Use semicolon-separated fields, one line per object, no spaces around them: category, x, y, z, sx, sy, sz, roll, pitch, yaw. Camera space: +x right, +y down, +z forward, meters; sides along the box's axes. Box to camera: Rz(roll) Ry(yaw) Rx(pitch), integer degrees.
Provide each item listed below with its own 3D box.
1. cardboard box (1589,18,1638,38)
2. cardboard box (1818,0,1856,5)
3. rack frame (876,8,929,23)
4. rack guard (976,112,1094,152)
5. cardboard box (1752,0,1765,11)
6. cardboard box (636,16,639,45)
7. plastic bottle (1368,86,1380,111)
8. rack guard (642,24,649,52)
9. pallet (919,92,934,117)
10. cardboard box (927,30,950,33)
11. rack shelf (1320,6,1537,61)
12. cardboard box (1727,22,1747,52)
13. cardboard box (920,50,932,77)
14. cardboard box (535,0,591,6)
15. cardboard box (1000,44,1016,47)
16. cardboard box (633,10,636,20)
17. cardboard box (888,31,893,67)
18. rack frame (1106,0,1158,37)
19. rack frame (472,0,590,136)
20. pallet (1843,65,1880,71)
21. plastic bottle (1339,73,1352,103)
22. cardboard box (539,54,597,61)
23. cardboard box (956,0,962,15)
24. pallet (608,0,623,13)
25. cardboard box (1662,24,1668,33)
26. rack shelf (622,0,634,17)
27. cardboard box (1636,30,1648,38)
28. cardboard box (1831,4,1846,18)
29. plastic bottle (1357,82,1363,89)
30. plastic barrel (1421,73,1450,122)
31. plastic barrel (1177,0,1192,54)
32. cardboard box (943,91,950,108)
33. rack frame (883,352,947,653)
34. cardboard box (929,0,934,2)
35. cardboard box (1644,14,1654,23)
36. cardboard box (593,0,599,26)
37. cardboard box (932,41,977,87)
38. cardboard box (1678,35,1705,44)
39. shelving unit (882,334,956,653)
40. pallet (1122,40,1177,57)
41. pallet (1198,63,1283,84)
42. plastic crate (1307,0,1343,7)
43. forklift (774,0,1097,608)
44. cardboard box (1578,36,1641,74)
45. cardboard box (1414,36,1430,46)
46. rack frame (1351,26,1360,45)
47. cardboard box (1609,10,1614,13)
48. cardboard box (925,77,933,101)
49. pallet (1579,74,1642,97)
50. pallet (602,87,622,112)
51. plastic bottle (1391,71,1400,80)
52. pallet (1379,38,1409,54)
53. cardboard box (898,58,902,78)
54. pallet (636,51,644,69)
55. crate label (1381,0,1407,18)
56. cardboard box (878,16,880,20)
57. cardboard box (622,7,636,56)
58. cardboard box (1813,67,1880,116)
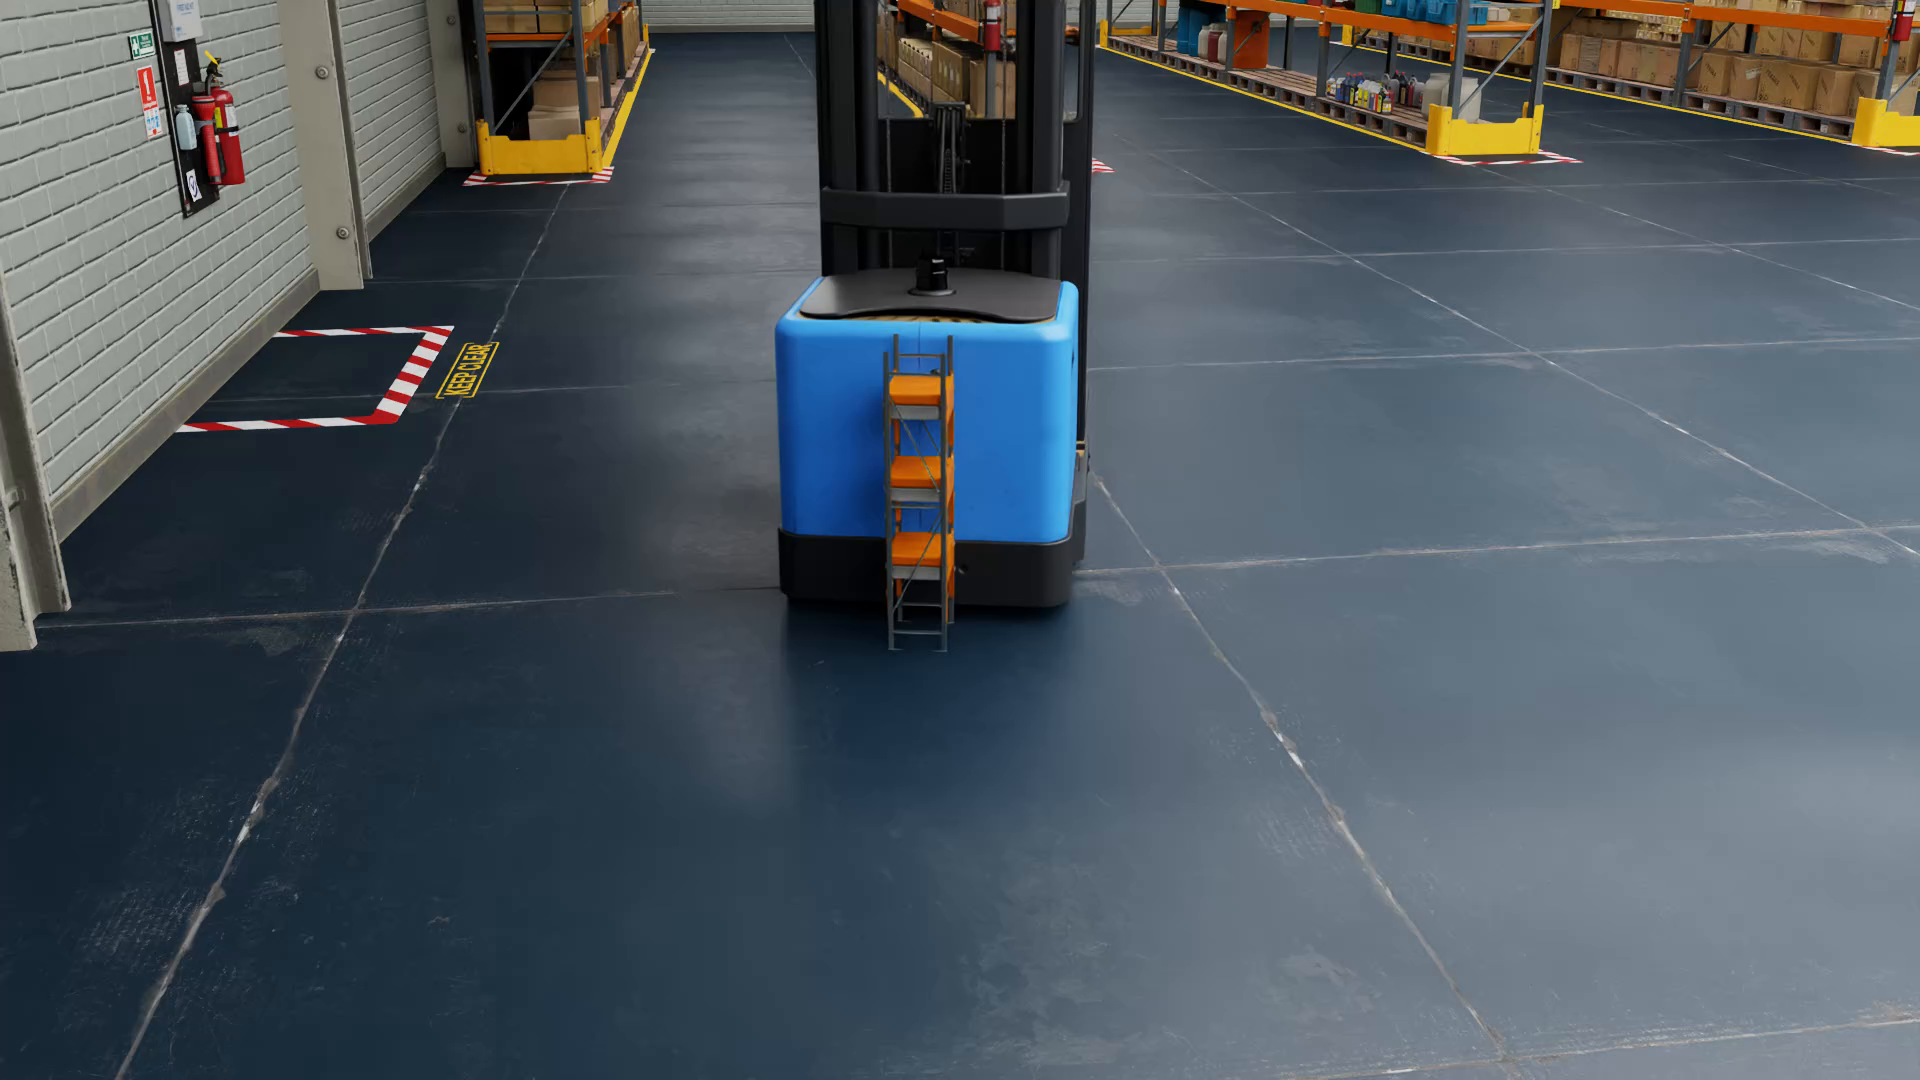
cardboard box;9.623;-7.538;24.484;0.500;0.250;0.500;-1;20;-2
cardboard box;10.320;-6.341;18.838;0.875;0.500;0.500;-3;21;-8
rack frame;-0.970;-9.452;27.736;1.000;3.000;0.127;-3;21;-8
rack guard;0.763;-4.118;17.027;1.175;0.500;0.348;-3;21;-8
cardboard box;9.924;-6.542;20.303;0.380;0.149;0.250;-3;21;-8
cardboard box;-6.176;-9.201;30.036;0.700;0.500;0.500;-3;21;-8
plastic bottle;4.934;-5.226;19.686;0.152;0.276;0.135;-3;21;-9
rack guard;-6.452;-9.423;31.231;1.175;0.500;0.348;-3;21;-8
pallet;0.038;-5.629;21.486;1.003;0.211;1.213;-3;21;-8
cardboard box;-0.325;-7.629;25.799;0.500;0.500;0.500;-3;21;-8
rack shelf;5.373;-5.901;19.257;1.077;0.370;4.000;-3;21;-8
cardboard box;13.678;-8.739;28.799;0.500;0.500;0.500;-2;21;-5
cardboard box;-0.240;-6.159;21.448;0.500;0.311;0.500;-2;21;-6
cardboard box;-3.913;-5.517;16.314;0.500;0.500;0.500;-3;21;-8
cardboard box;0.527;-5.619;19.731;0.500;0.500;0.500;-3;21;-8
cardboard box;-5.822;-9.103;28.847;0.380;0.149;0.250;-4;21;-9
cardboard box;-0.835;-7.593;25.703;0.500;0.500;0.500;-4;21;-10
rack frame;3.355;-11.085;32.110;1.000;3.000;0.127;-3;21;-8
rack frame;-4.142;-5.046;15.940;1.000;3.000;0.127;-3;21;-8
pallet;14.372;-7.198;25.685;1.003;0.211;1.213;-3;21;-8
plastic bottle;4.791;-5.595;20.568;0.144;0.351;0.185;-2;21;-6
cardboard box;-4.965;-5.897;21.160;0.700;0.500;0.500;-3;21;-9
cardboard box;0.336;-6.393;19.404;0.700;0.500;0.500;-3;21;-8
pallet;-4.685;-6.613;20.409;1.003;0.211;1.213;-3;21;-8
cardboard box;13.349;-9.536;31.010;0.380;0.149;0.250;-3;21;-7
rack shelf;-5.583;-8.171;25.336;1.077;0.370;4.000;-3;21;-8
cardboard box;13.174;-9.679;31.819;0.380;0.149;0.250;-3;21;-8
cardboard box;10.174;-6.024;18.917;0.380;0.149;0.250;-3;21;-8
plastic bottle;4.876;-5.444;20.275;0.097;0.271;0.097;0;20;0
plastic barrel;5.419;-4.975;18.704;0.421;0.512;0.421;0;20;0
plastic barrel;3.994;-8.725;28.189;0.600;0.901;0.708;-3;21;-8
cardboard box;0.084;-5.068;19.328;0.500;0.250;0.500;-3;21;-8
rack frame;-0.146;-0.108;5.506;0.200;1.050;0.008;2;21;5
cardboard box;-0.136;-7.534;22.457;0.500;0.500;0.500;-4;21;-11
cardboard box;13.186;-9.863;31.461;0.380;0.149;0.250;-4;21;-10
cardboard box;-4.054;-5.526;17.410;0.500;0.250;0.500;-3;21;-9
cardboard box;-0.060;-5.766;20.124;0.500;0.500;0.500;-3;21;-8
cardboard box;13.362;-9.145;30.389;0.380;0.149;0.250;-3;21;-7
shelving unit;-0.134;-0.152;5.619;0.215;1.050;0.252;2;21;5
pallet;3.608;-9.070;30.699;1.003;0.211;1.213;-3;21;-8
pallet;4.354;-7.280;25.907;1.003;0.211;1.213;-3;21;-8
plastic crate;4.713;-7.113;21.382;0.402;0.464;0.583;-3;21;-8
forklift;0.006;-1.608;6.831;1.130;2.935;3.031;2;21;5
cardboard box;9.619;-7.178;24.592;0.700;0.500;0.500;-5;21;-12
cardboard box;8.817;-9.384;29.991;0.875;0.875;0.875;-3;21;-8
rack frame;8.257;-11.335;32.778;1.000;3.000;0.127;-3;21;-8
cardboard box;13.077;-10.402;32.905;0.380;0.149;0.250;-3;21;-7
cardboard box;-0.164;-5.720;21.073;0.500;0.250;0.500;-3;21;-8
pallet;9.694;-6.567;23.997;1.003;0.211;1.213;-3;21;-8
pallet;-5.011;-5.818;21.990;1.003;0.211;1.213;-3;21;-8
plastic bottle;5.463;-5.687;20.814;0.144;0.351;0.185;-3;21;-9
pallet;8.622;-9.335;31.407;1.003;0.211;1.213;-3;21;-8
cardboard box;-0.609;-6.780;23.910;0.500;0.250;0.500;-3;21;-8
pallet;-5.904;-8.162;28.267;1.003;0.211;1.213;-3;21;-8
crate label;5.129;-6.186;18.941;0.502;0.435;0.616;-3;21;-8
cardboard box;-1.246;-9.139;29.837;0.797;0.503;0.637;-3;21;-8
cardboard box;-5.649;-8.172;26.781;0.750;0.750;0.750;-3;21;-7
cardboard box;10.370;-5.244;19.441;0.500;0.500;0.500;2;21;6
